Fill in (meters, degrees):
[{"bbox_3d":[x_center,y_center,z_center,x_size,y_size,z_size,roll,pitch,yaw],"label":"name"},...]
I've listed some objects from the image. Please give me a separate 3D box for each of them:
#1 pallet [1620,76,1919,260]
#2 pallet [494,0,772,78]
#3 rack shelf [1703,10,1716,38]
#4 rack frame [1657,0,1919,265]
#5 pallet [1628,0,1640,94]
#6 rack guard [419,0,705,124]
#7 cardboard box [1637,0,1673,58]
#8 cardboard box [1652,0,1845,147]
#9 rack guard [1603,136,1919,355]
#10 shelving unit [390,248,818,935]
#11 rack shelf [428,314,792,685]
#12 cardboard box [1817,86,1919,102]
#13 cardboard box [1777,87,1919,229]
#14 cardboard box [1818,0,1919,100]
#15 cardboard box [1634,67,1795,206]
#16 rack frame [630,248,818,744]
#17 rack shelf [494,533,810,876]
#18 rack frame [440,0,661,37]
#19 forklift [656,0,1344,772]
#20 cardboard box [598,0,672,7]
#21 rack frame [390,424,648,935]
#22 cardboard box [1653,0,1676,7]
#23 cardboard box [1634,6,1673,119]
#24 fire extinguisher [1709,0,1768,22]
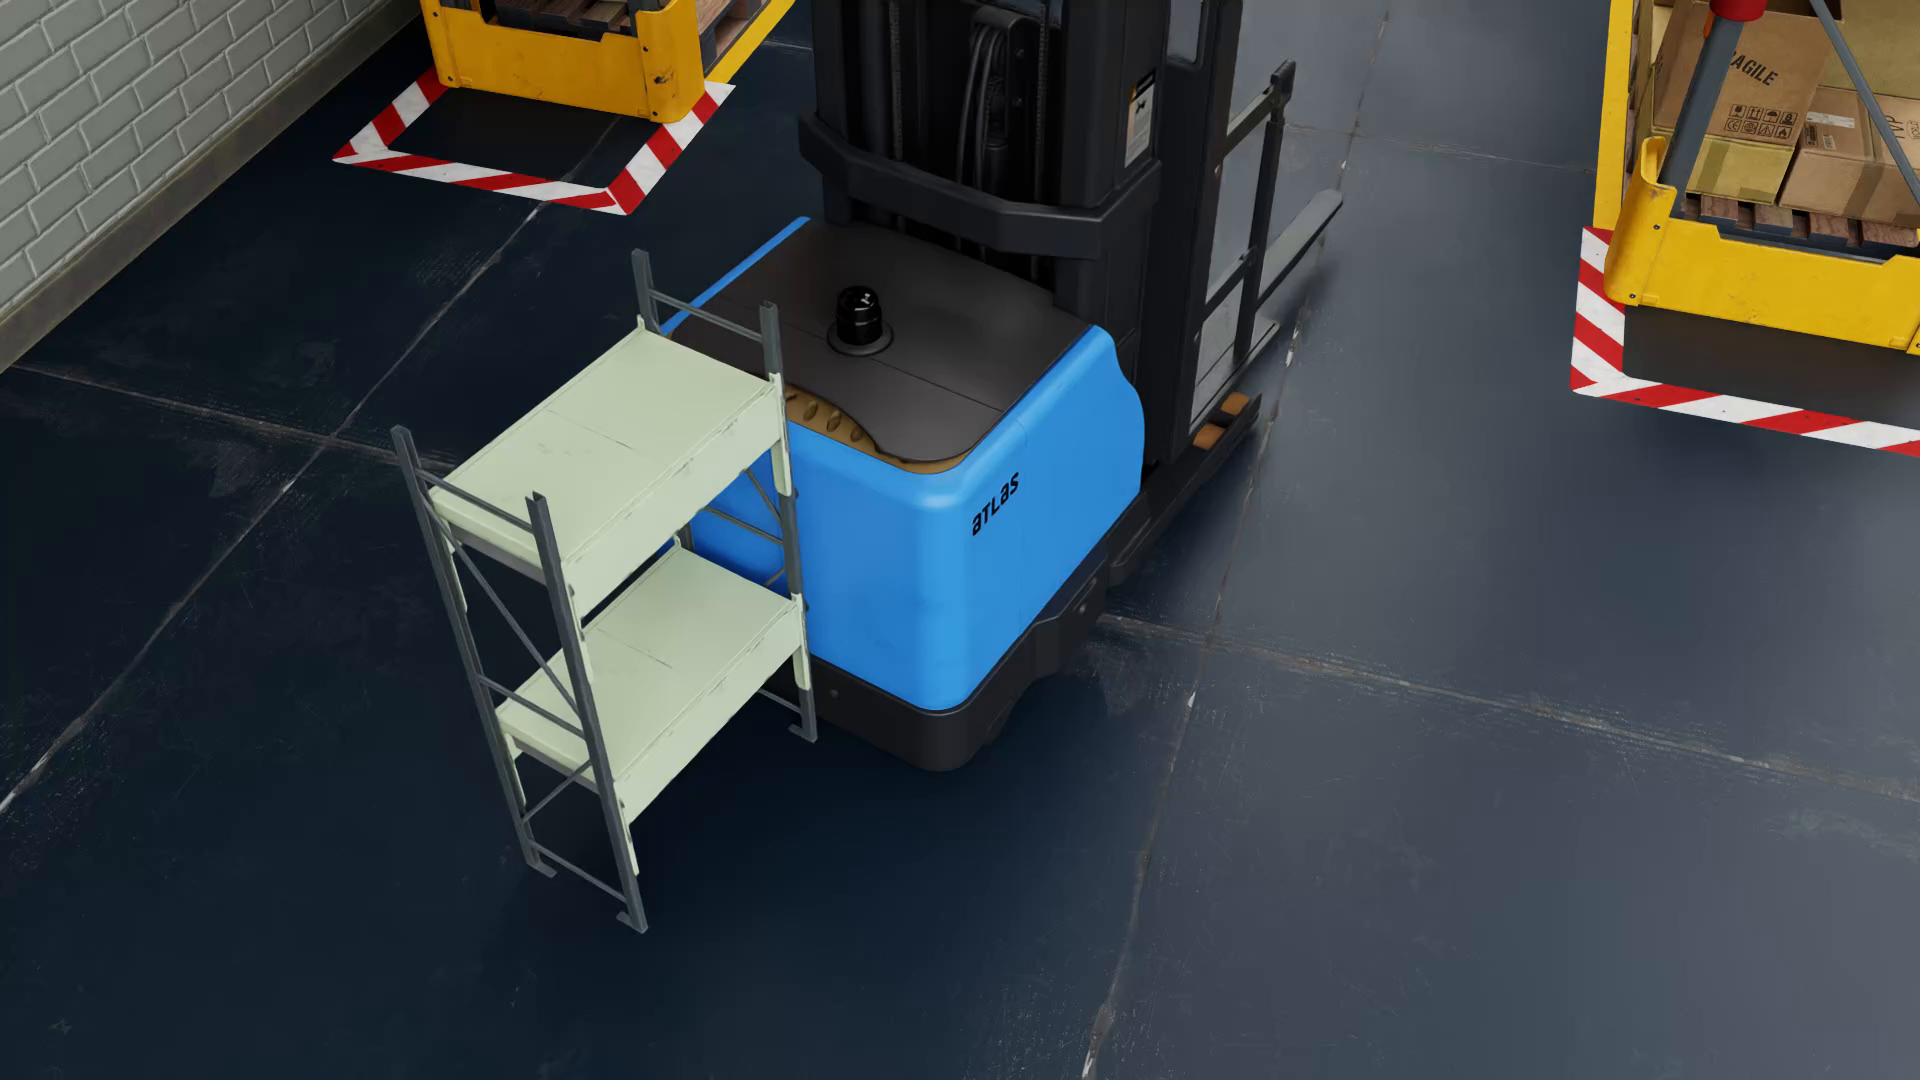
[{"bbox_3d":[3.188,-1.490,6.622,1.003,0.211,1.213,13,46,13],"label":"pallet"},{"bbox_3d":[-1.423,-2.603,7.759,1.003,0.211,1.213,13,46,13],"label":"pallet"},{"bbox_3d":[3.602,-3.044,6.731,1.077,0.370,4.000,13,46,13],"label":"rack shelf"},{"bbox_3d":[2.996,-1.968,5.117,1.000,3.000,0.127,13,46,13],"label":"rack frame"},{"bbox_3d":[3.559,-2.301,7.450,1.003,0.211,1.213,13,46,13],"label":"pallet"},{"bbox_3d":[-1.703,-2.172,7.112,1.175,0.500,0.348,13,46,13],"label":"rack guard"},{"bbox_3d":[3.167,-2.225,7.045,0.500,0.250,0.500,13,46,13],"label":"cardboard box"},{"bbox_3d":[2.875,-1.824,6.099,0.500,0.500,0.500,13,46,13],"label":"cardboard box"},{"bbox_3d":[2.989,-1.059,5.975,1.175,0.500,0.348,13,46,13],"label":"rack guard"},{"bbox_3d":[-0.771,0.169,4.005,0.431,1.500,0.755,24,49,23],"label":"shelving unit"},{"bbox_3d":[-0.771,-0.110,3.732,0.431,0.370,0.720,24,49,23],"label":"rack shelf"},{"bbox_3d":[3.519,-1.780,6.590,0.500,0.250,0.500,13,46,13],"label":"cardboard box"},{"bbox_3d":[3.371,-1.446,6.249,0.500,0.250,0.500,13,46,13],"label":"cardboard box"},{"bbox_3d":[3.520,-2.048,6.327,0.500,0.500,0.500,13,46,13],"label":"cardboard box"},{"bbox_3d":[2.877,-1.556,6.361,0.500,0.250,0.500,13,46,13],"label":"cardboard box"},{"bbox_3d":[-0.574,-0.047,4.225,0.400,1.500,0.023,24,49,23],"label":"rack frame"},{"bbox_3d":[-0.771,0.402,4.233,0.431,0.370,0.720,24,49,23],"label":"rack shelf"},{"bbox_3d":[-1.726,-3.015,6.186,1.000,3.000,0.127,13,46,13],"label":"rack frame"},{"bbox_3d":[0.349,-1.429,4.614,1.130,2.935,3.031,24,49,23],"label":"forklift"},{"bbox_3d":[-1.431,-2.653,7.425,0.500,0.311,0.500,8,45,8],"label":"cardboard box"},{"bbox_3d":[-0.968,0.385,3.785,0.400,1.500,0.023,24,49,23],"label":"rack frame"},{"bbox_3d":[3.164,-2.494,6.783,0.500,0.500,0.500,13,46,13],"label":"cardboard box"},{"bbox_3d":[3.017,-1.891,6.704,0.500,0.250,0.500,13,46,13],"label":"cardboard box"},{"bbox_3d":[2.518,-1.960,5.164,0.296,0.674,0.183,13,46,13],"label":"fire extinguisher"}]
